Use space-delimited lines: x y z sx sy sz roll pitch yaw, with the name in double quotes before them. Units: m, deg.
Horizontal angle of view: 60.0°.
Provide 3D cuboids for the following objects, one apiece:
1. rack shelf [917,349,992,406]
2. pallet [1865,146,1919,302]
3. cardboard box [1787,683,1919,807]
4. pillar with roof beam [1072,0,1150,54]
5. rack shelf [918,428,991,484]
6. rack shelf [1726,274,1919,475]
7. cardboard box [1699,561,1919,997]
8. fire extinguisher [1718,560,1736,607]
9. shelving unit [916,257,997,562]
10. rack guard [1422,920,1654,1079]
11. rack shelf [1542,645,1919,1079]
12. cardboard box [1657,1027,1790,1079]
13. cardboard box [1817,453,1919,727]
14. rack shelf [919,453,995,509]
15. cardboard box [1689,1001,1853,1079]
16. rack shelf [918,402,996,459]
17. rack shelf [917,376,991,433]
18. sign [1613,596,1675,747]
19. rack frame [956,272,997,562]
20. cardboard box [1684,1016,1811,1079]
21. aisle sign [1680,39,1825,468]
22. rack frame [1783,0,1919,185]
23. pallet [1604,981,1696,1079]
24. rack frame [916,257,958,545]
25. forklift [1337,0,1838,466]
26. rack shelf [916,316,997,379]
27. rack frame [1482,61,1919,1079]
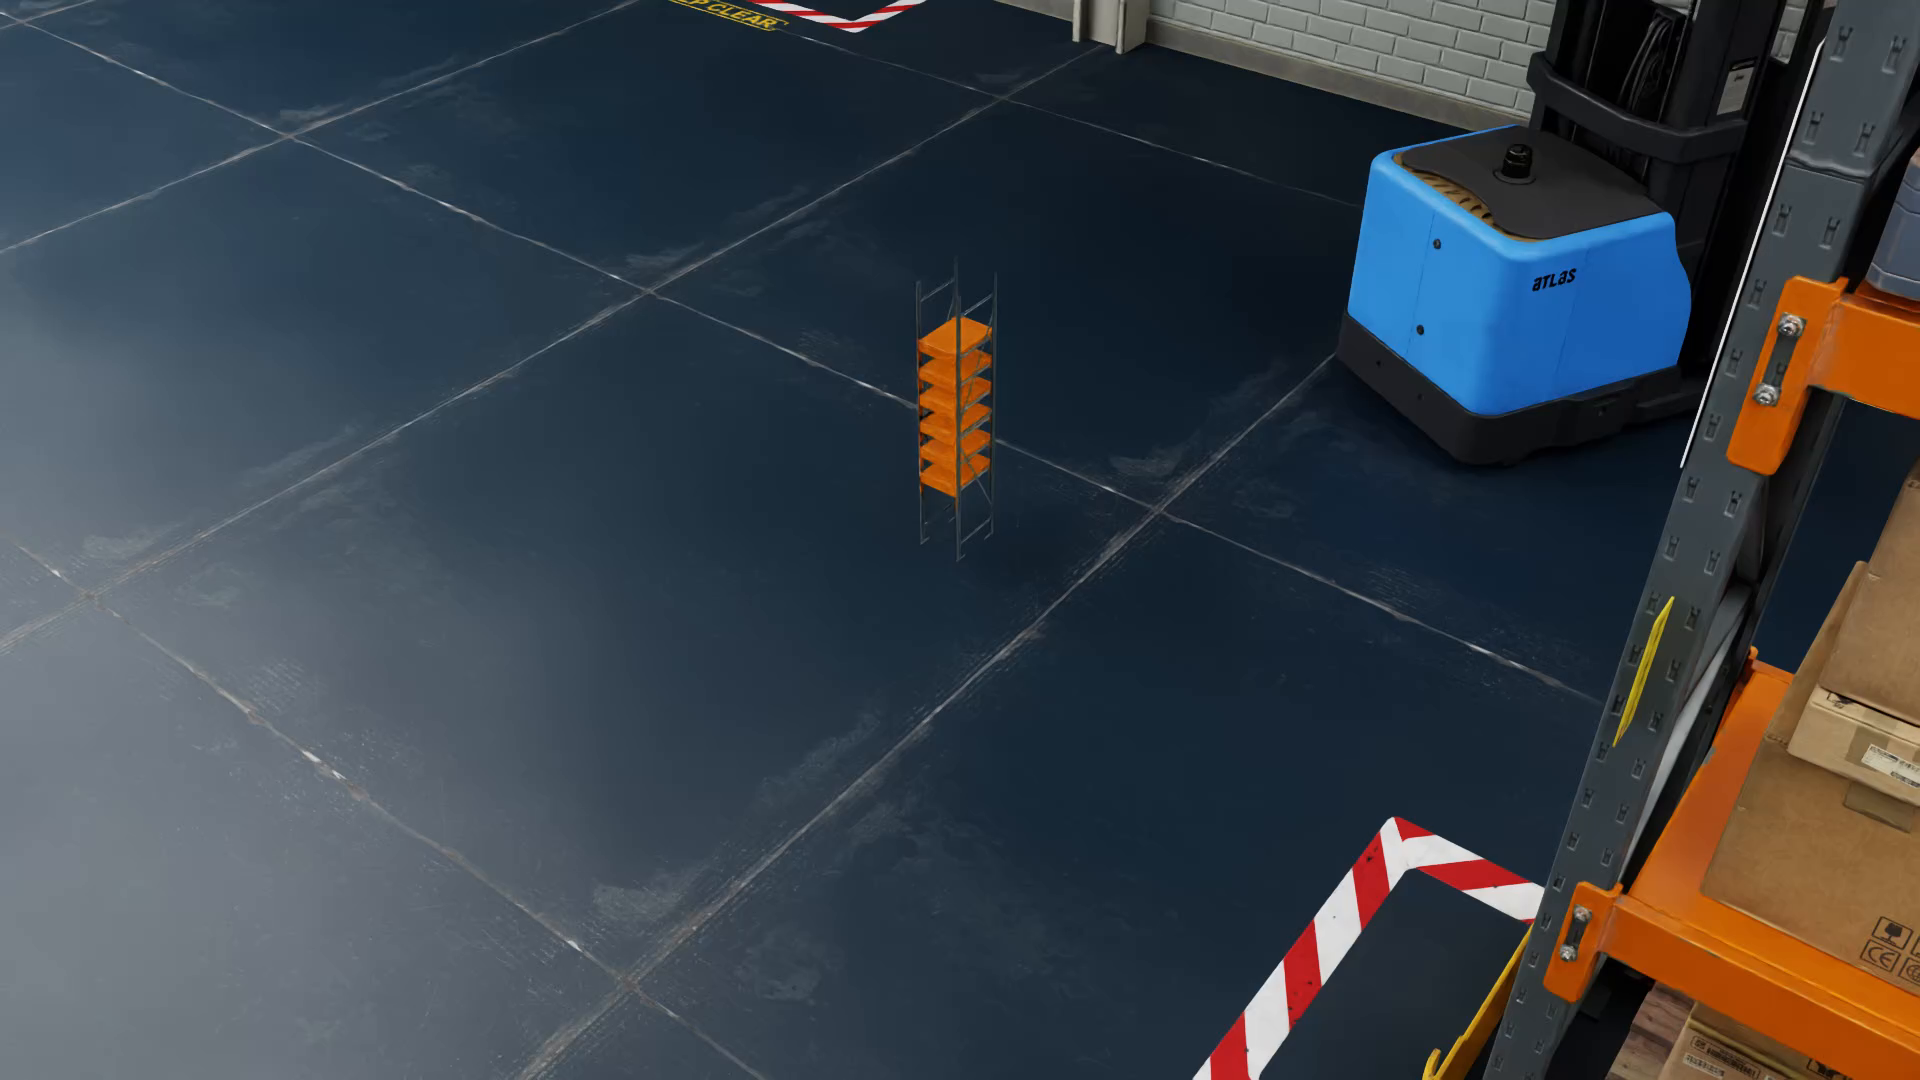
"rack shelf" -0.012 -0.632 6.266 0.180 0.103 0.258 25 45 29
"pallet" 2.210 -0.508 2.604 1.213 0.211 1.003 25 45 29
"cardboard box" 1.845 0.318 3.303 0.250 0.149 0.380 25 44 28
"pillar with roof beam" -1.629 -4.729 5.491 0.400 9.000 9.100 25 45 29
"rack shelf" -0.011 -0.348 6.488 0.180 0.103 0.258 25 45 29
"rack shelf" 3.253 0.212 2.197 4.000 0.370 1.077 25 45 29
"cardboard box" 2.028 0.502 3.594 0.500 0.500 0.700 25 45 29
"fire extinguisher" 1.853 0.119 4.227 0.183 0.674 0.296 25 45 29
"shelving unit" -0.011 -0.478 6.387 0.189 1.200 0.258 25 45 29
"rack guard" 1.645 1.336 4.638 0.348 0.500 1.175 25 45 29
"rack shelf" 3.253 1.393 3.121 4.000 0.370 1.077 25 45 29
"cardboard box" 1.955 1.588 4.179 0.500 0.250 0.500 25 45 29
"cardboard box" 2.070 0.011 3.169 0.500 0.500 0.700 25 45 29
"rack shelf" -0.011 -0.254 6.562 0.180 0.103 0.258 25 45 29
"cardboard box" 2.271 1.038 4.273 0.500 0.500 0.500 25 45 29
"rack shelf" -0.011 -0.443 6.414 0.180 0.103 0.258 25 45 29
"rack shelf" -0.011 -0.537 6.340 0.180 0.103 0.258 25 45 29
"sign" 1.323 0.258 3.221 0.005 0.325 0.100 25 45 29
"rack frame" 0.061 -0.444 6.343 0.006 1.200 0.240 25 45 29
"cardboard box" 2.270 1.334 4.503 0.500 0.250 0.500 25 45 29
"aisle sign" 1.426 -0.538 2.895 0.004 0.787 0.394 25 45 29
"rack frame" 1.665 -2.002 2.007 0.127 3.000 1.000 25 45 29
"pallet" 2.297 1.724 4.376 1.213 0.211 1.003 25 45 29
"rack frame" -0.084 -0.512 6.431 0.006 1.200 0.240 25 45 29
"forklift" 3.312 -2.070 7.017 3.031 2.935 1.130 -15 41 -19
"rack shelf" -0.012 -0.726 6.192 0.180 0.103 0.258 25 45 29
"rack frame" 1.665 0.361 3.856 0.127 3.000 1.000 25 45 29
